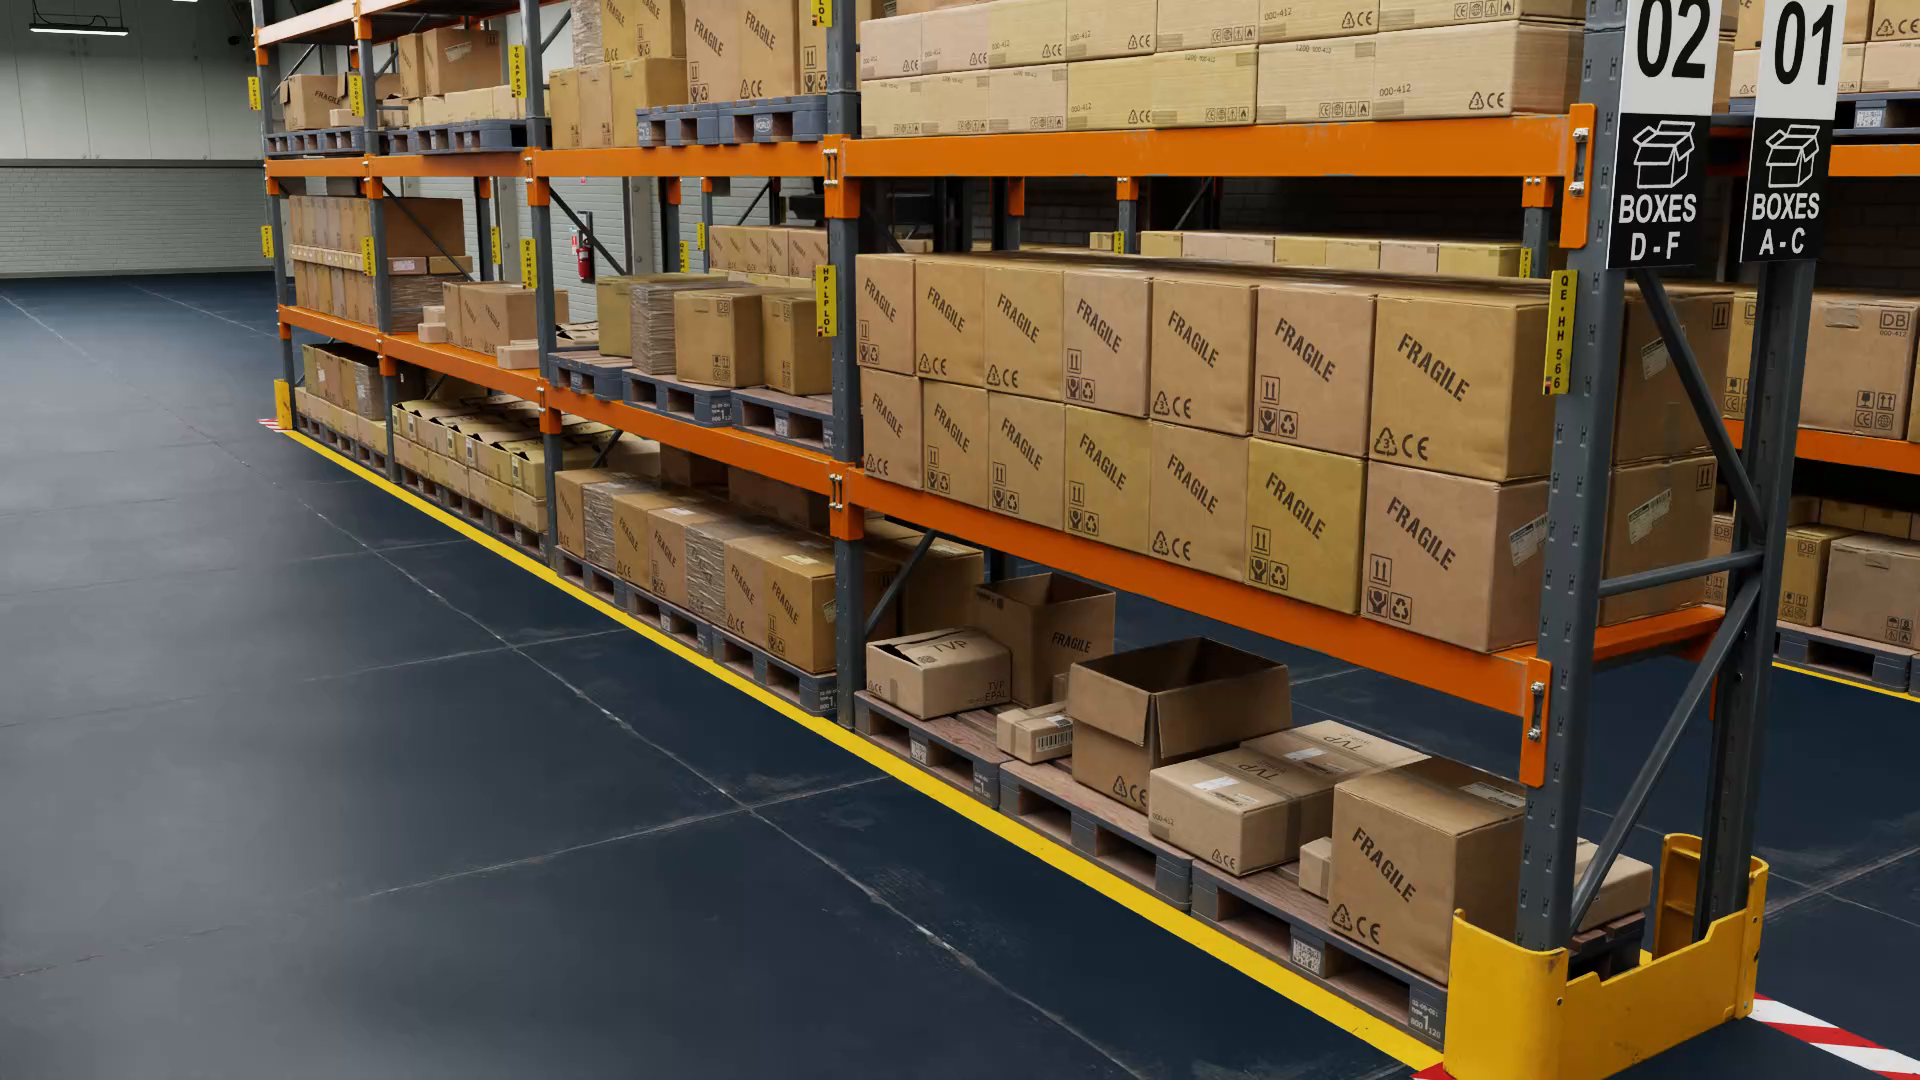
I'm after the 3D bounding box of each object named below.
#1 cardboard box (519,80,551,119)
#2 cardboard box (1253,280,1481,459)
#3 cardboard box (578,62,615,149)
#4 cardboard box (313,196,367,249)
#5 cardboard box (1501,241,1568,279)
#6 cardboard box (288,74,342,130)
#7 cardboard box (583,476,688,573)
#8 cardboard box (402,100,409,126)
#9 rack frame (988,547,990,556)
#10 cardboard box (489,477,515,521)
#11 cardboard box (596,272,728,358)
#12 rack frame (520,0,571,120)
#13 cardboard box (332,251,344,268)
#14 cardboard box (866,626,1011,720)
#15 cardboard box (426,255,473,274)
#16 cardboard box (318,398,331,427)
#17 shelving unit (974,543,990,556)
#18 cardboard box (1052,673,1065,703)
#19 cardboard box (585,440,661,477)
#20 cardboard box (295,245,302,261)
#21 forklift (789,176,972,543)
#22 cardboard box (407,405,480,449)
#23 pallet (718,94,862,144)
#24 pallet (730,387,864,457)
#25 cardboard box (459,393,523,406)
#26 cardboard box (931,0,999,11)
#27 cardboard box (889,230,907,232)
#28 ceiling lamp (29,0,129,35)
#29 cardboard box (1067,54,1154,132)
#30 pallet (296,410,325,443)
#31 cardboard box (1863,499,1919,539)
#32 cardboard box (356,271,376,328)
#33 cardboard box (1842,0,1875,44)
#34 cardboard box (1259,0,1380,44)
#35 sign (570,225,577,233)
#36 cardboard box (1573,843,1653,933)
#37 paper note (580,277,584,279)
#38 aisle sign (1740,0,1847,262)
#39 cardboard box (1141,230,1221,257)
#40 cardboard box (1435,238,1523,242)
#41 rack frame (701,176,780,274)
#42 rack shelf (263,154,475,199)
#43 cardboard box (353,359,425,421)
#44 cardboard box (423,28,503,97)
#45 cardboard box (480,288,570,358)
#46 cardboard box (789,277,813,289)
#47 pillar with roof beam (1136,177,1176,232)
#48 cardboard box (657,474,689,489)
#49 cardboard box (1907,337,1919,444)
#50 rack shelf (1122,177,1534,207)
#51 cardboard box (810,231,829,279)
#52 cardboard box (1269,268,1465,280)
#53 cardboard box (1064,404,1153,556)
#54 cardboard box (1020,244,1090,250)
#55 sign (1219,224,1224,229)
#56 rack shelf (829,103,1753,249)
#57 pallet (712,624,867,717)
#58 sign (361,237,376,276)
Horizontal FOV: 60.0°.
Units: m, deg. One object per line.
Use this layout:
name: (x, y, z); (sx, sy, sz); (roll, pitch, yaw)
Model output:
cardboard box: (-2.670, -2.985, 11.336); (0.500, 0.250, 0.500); (-9, 15, -37)
cardboard box: (1.305, -0.564, 5.346); (0.500, 0.500, 0.500); (-8, 14, -31)
cardboard box: (-1.819, -2.663, 10.264); (0.910, 0.500, 0.500); (-8, 15, -33)
cardboard box: (-5.951, -3.142, 16.439); (0.700, 0.500, 0.500); (-8, 15, -33)
cardboard box: (3.929, -1.872, 11.168); (0.500, 0.250, 0.500); (-8, 14, -31)
cardboard box: (-6.111, -4.196, 15.963); (0.500, 0.500, 0.500); (-8, 15, -33)
cardboard box: (-2.062, -0.100, 10.619); (0.500, 0.500, 0.500); (-9, 15, -35)
cardboard box: (-4.647, -3.933, 14.761); (0.500, 0.500, 0.500); (-7, 14, -28)
rack frame: (0.300, -0.486, 11.776); (0.240, 1.200, 0.006); (-8, 15, -32)
cardboard box: (-3.155, -0.331, 12.308); (0.500, 0.250, 0.500); (-8, 15, -33)
cardboard box: (-1.929, -1.469, 10.840); (0.500, 0.500, 0.700); (9, 15, 36)
rack frame: (-2.371, -4.244, 10.705); (1.000, 3.000, 0.127); (-8, 15, -33)
cardboard box: (-5.769, -2.686, 15.872); (0.380, 0.149, 0.250); (-8, 14, -31)
cardboard box: (-0.103, 0.597, 7.875); (0.500, 0.311, 0.500); (-8, 15, -33)
cardboard box: (-4.575, -2.461, 14.843); (0.380, 0.149, 0.250); (-8, 15, -33)
cardboard box: (-6.135, -1.299, 16.733); (0.500, 0.250, 0.500); (-8, 15, -33)
shelving unit: (0.251, -0.502, 11.851); (0.258, 1.200, 0.189); (-8, 15, -32)
cardboard box: (0.654, 0.703, 7.769); (0.380, 0.149, 0.250); (-8, 15, -33)
cardboard box: (-2.417, -0.577, 12.120); (0.500, 0.311, 0.500); (-8, 14, -31)
cardboard box: (-6.617, -2.960, 17.124); (0.380, 0.149, 0.250); (-9, 15, -34)
forklift: (-0.635, -1.636, 12.982); (1.130, 2.935, 3.031); (-8, 15, -32)
cardboard box: (-4.293, -0.968, 13.908); (0.500, 0.311, 0.500); (-8, 15, -33)
pallet: (-0.458, -2.100, 8.361); (1.213, 0.211, 1.003); (-8, 15, -33)
pallet: (-0.507, -0.663, 8.823); (1.003, 0.211, 1.213); (-8, 15, -33)
cardboard box: (-4.125, -1.123, 14.614); (0.500, 0.311, 0.500); (-8, 15, -33)
cardboard box: (0.305, -2.417, 6.797); (0.700, 0.500, 0.500); (-8, 15, -33)
cardboard box: (-0.836, -3.115, 18.135); (0.500, 0.500, 0.500); (-8, 15, -33)
ceiling lamp: (-20.184, -13.144, 37.742); (2.000, 3.185, 0.800); (-8, 15, -33)
cardboard box: (0.737, -1.611, 6.038); (0.500, 0.250, 0.500); (-8, 15, -33)
pallet: (-6.345, -1.243, 17.551); (1.003, 0.211, 1.213); (-8, 15, -33)
cardboard box: (5.243, -0.118, 9.229); (0.380, 0.149, 0.250); (-8, 15, -32)
cardboard box: (-5.136, -2.245, 15.372); (0.700, 0.500, 0.500); (-8, 15, -33)
cardboard box: (4.696, -2.864, 8.792); (0.500, 0.500, 0.500); (-8, 15, -32)
cardboard box: (1.287, -1.677, 5.169); (0.500, 0.250, 0.500); (-8, 15, -33)
sign: (-6.461, -5.197, 27.782); (0.001, 0.109, 0.331); (-8, 15, -33)
cardboard box: (2.115, 1.172, 5.624); (0.380, 0.149, 0.250); (-8, 15, -33)
paper note: (-6.276, -4.421, 27.621); (0.016, 0.148, 0.142); (-8, 15, -33)
aisle sign: (2.343, -1.183, 4.666); (0.394, 0.787, 0.004); (-8, 15, -33)
cardboard box: (1.803, -2.354, 13.374); (0.500, 0.250, 0.500); (-8, 14, -31)
cardboard box: (3.633, -1.964, 11.590); (0.500, 0.250, 0.500); (-8, 15, -32)
rack frame: (-2.682, -3.323, 20.537); (1.000, 3.000, 0.127); (-8, 15, -33)
rack shelf: (-5.696, -3.494, 15.982); (1.077, 0.370, 4.000); (-8, 15, -33)
cardboard box: (-5.294, -1.400, 15.440); (0.500, 0.500, 0.500); (-8, 15, -33)
cardboard box: (-3.944, -3.775, 13.196); (0.500, 0.500, 0.500); (-6, 14, -27)
cardboard box: (-3.315, -1.659, 12.691); (0.500, 0.500, 0.500); (-9, 15, -36)
cardboard box: (-1.541, -2.774, 18.329); (0.500, 0.250, 0.500); (-8, 15, -33)
pillar with roof beam: (-1.834, -4.655, 12.585); (9.100, 9.000, 0.400); (-8, 15, -33)
cardboard box: (-1.658, -0.169, 10.933); (0.500, 0.500, 0.500); (-7, 14, -31)
cardboard box: (5.479, -0.842, 8.487); (0.980, 0.700, 0.700); (-8, 15, -33)
rack shelf: (2.858, -2.659, 12.160); (1.077, 0.370, 4.000); (-8, 15, -33)
cardboard box: (-1.267, -3.050, 17.837); (0.500, 0.500, 0.500); (-8, 15, -33)
cardboard box: (1.466, -0.720, 6.057); (0.500, 0.500, 0.500); (-8, 15, -32)
cardboard box: (0.745, -0.258, 6.285); (0.500, 0.500, 0.500); (-8, 15, -34)
cardboard box: (0.773, -2.466, 15.351); (0.700, 0.500, 0.500); (-8, 15, -33)
sign: (2.211, -2.532, 14.210); (0.100, 0.325, 0.005); (-8, 15, -33)
rack shelf: (0.953, -1.360, 6.223); (1.077, 0.370, 4.000); (-8, 15, -33)
pallet: (-0.637, 0.620, 9.032); (1.003, 0.211, 1.213); (-8, 15, -33)
sign: (-5.049, -2.420, 14.197); (0.100, 0.325, 0.005); (-8, 15, -33)
